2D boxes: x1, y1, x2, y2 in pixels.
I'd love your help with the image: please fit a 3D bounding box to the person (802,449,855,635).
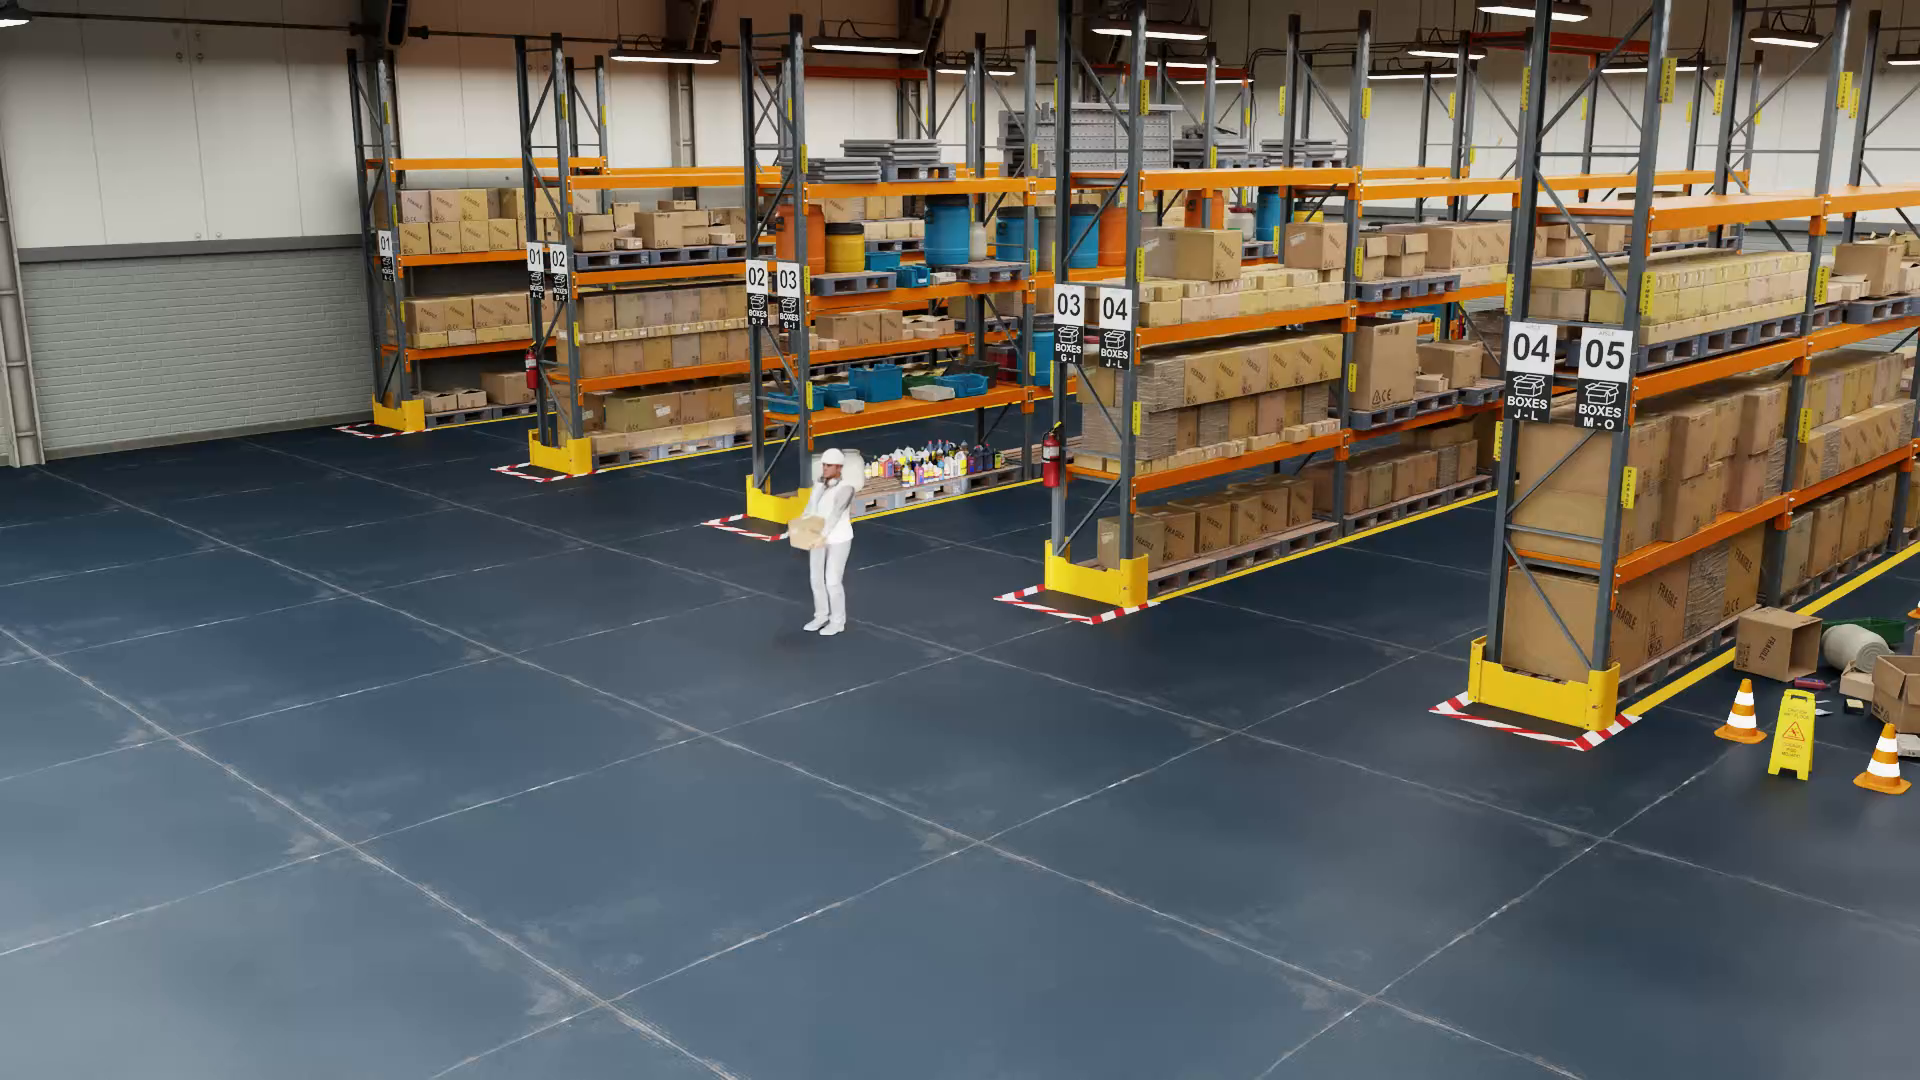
[{"bbox_3d":[-1.298,0.020,15.869,0.495,1.770,0.556,13,19,43],"label":"person"}]
